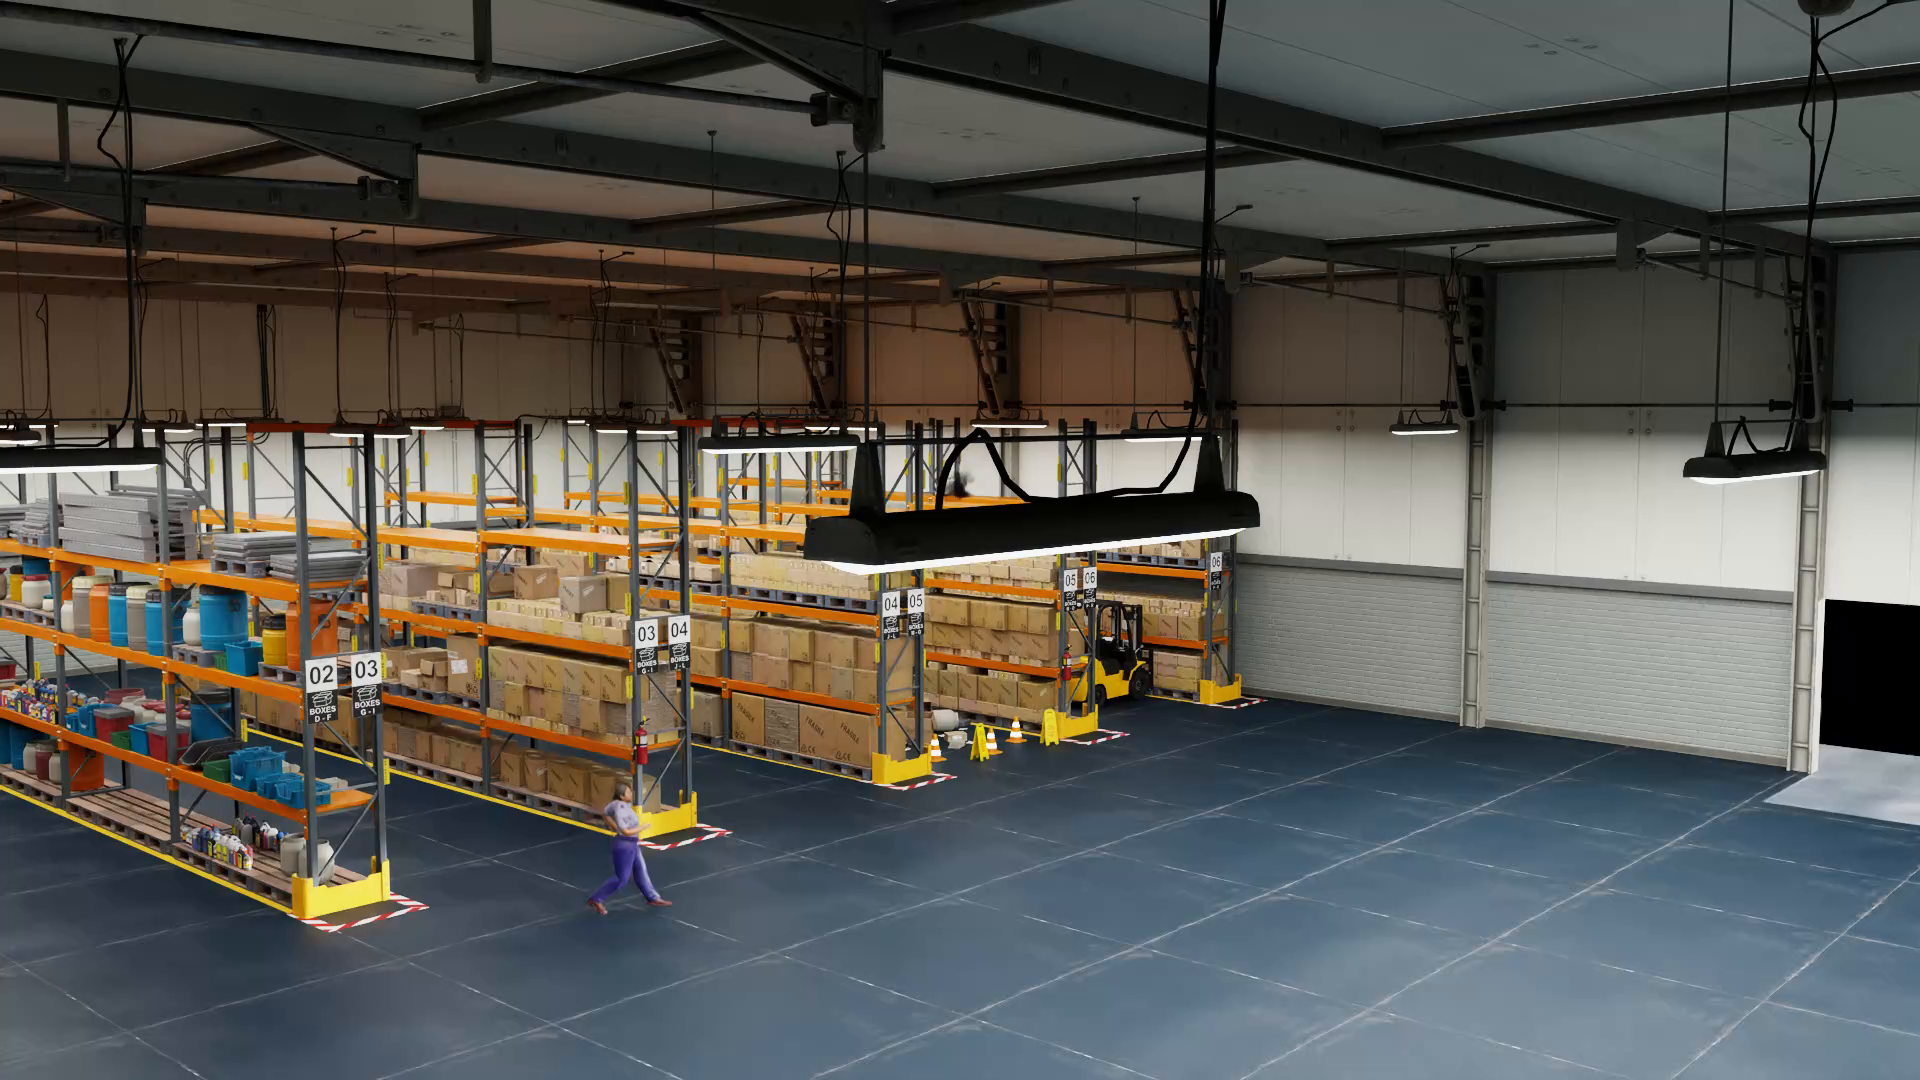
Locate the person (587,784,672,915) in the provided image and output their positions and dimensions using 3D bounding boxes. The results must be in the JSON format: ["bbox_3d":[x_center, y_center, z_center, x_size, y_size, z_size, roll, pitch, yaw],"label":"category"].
[{"bbox_3d":[-4.102,3.802,20.586,1.037,1.602,0.613,-1,5,-13],"label":"person"}]

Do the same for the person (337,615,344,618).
[{"bbox_3d":[-14.132,2.491,37.645,0.599,1.567,0.616,-2,5,-24],"label":"person"}]
